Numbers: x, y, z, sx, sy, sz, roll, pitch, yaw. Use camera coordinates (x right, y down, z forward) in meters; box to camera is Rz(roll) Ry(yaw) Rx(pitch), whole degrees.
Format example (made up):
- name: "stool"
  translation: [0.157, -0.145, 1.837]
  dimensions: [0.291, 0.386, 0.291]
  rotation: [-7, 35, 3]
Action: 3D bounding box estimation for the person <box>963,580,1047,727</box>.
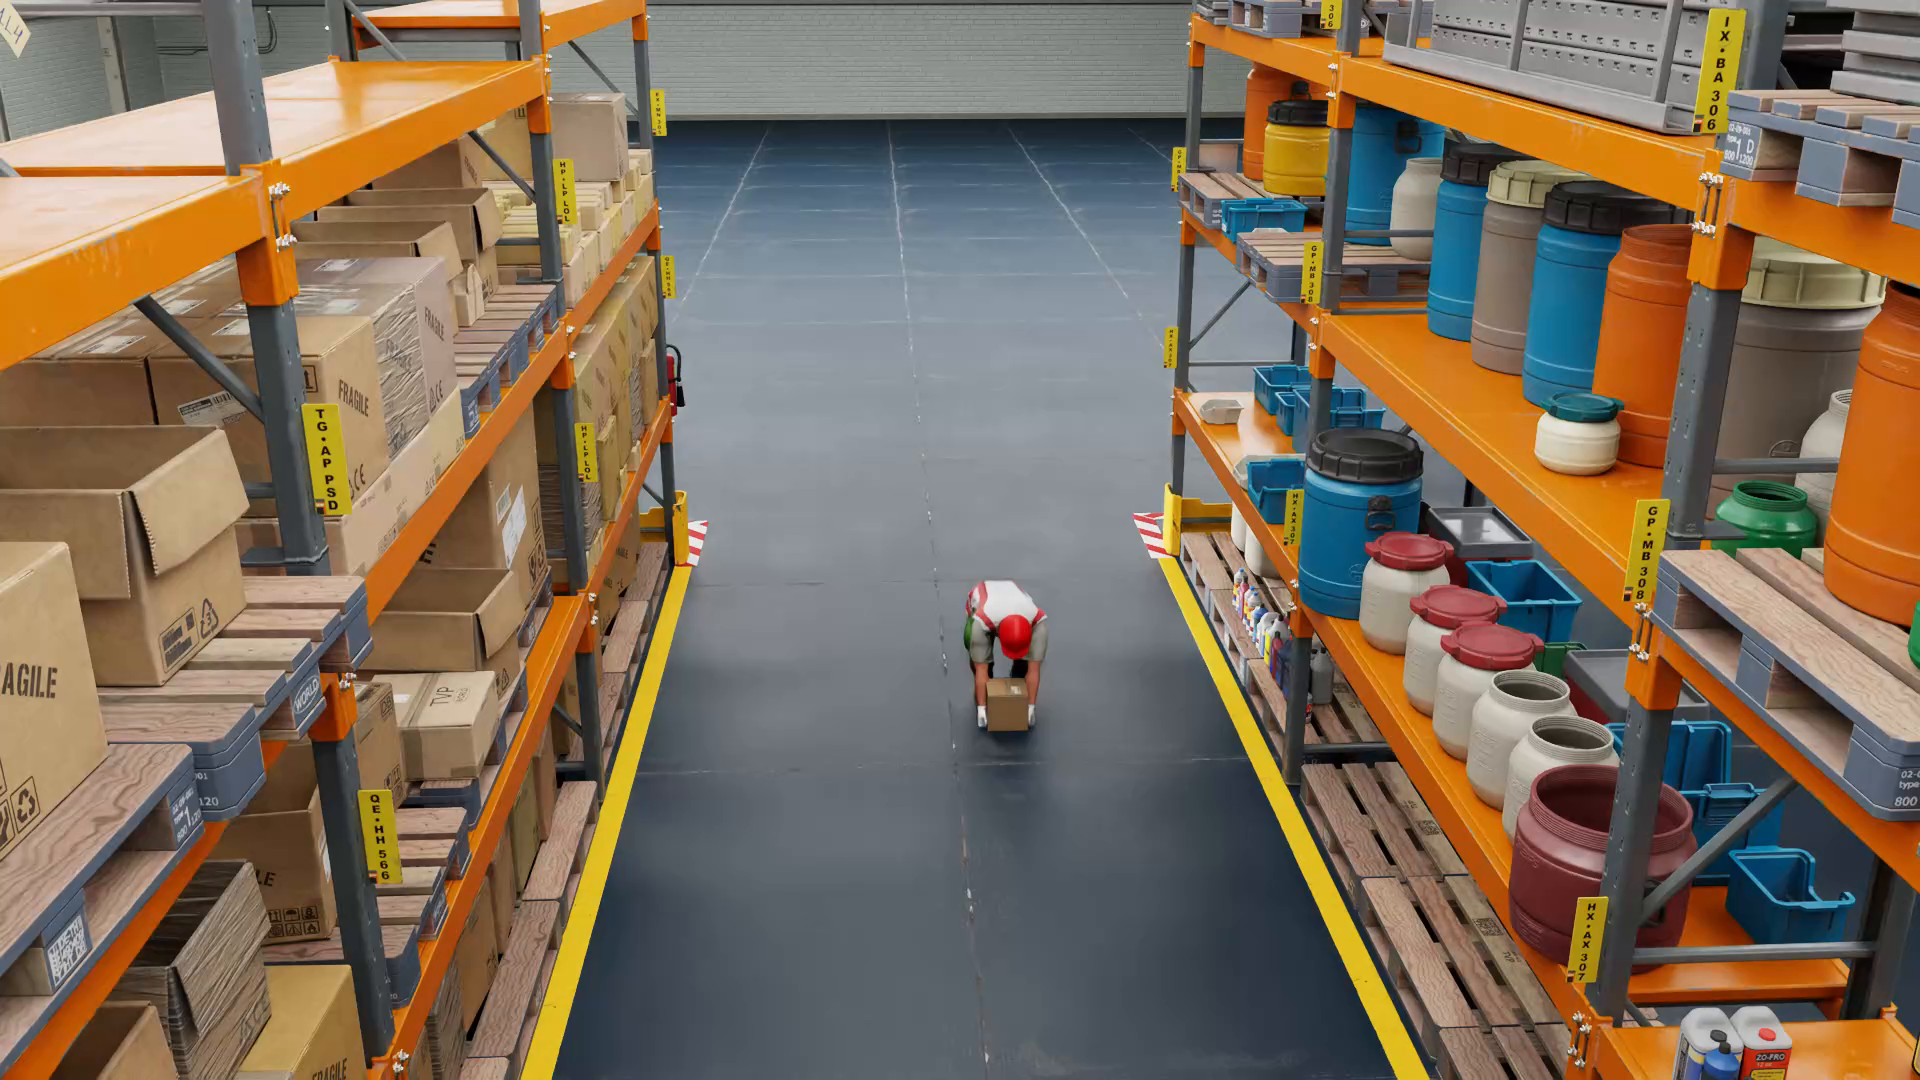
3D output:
- name: "person"
  translation: [0.286, 0.696, 10.658]
  dimensions: [0.518, 0.798, 0.958]
  rotation: [-2, 20, -5]
